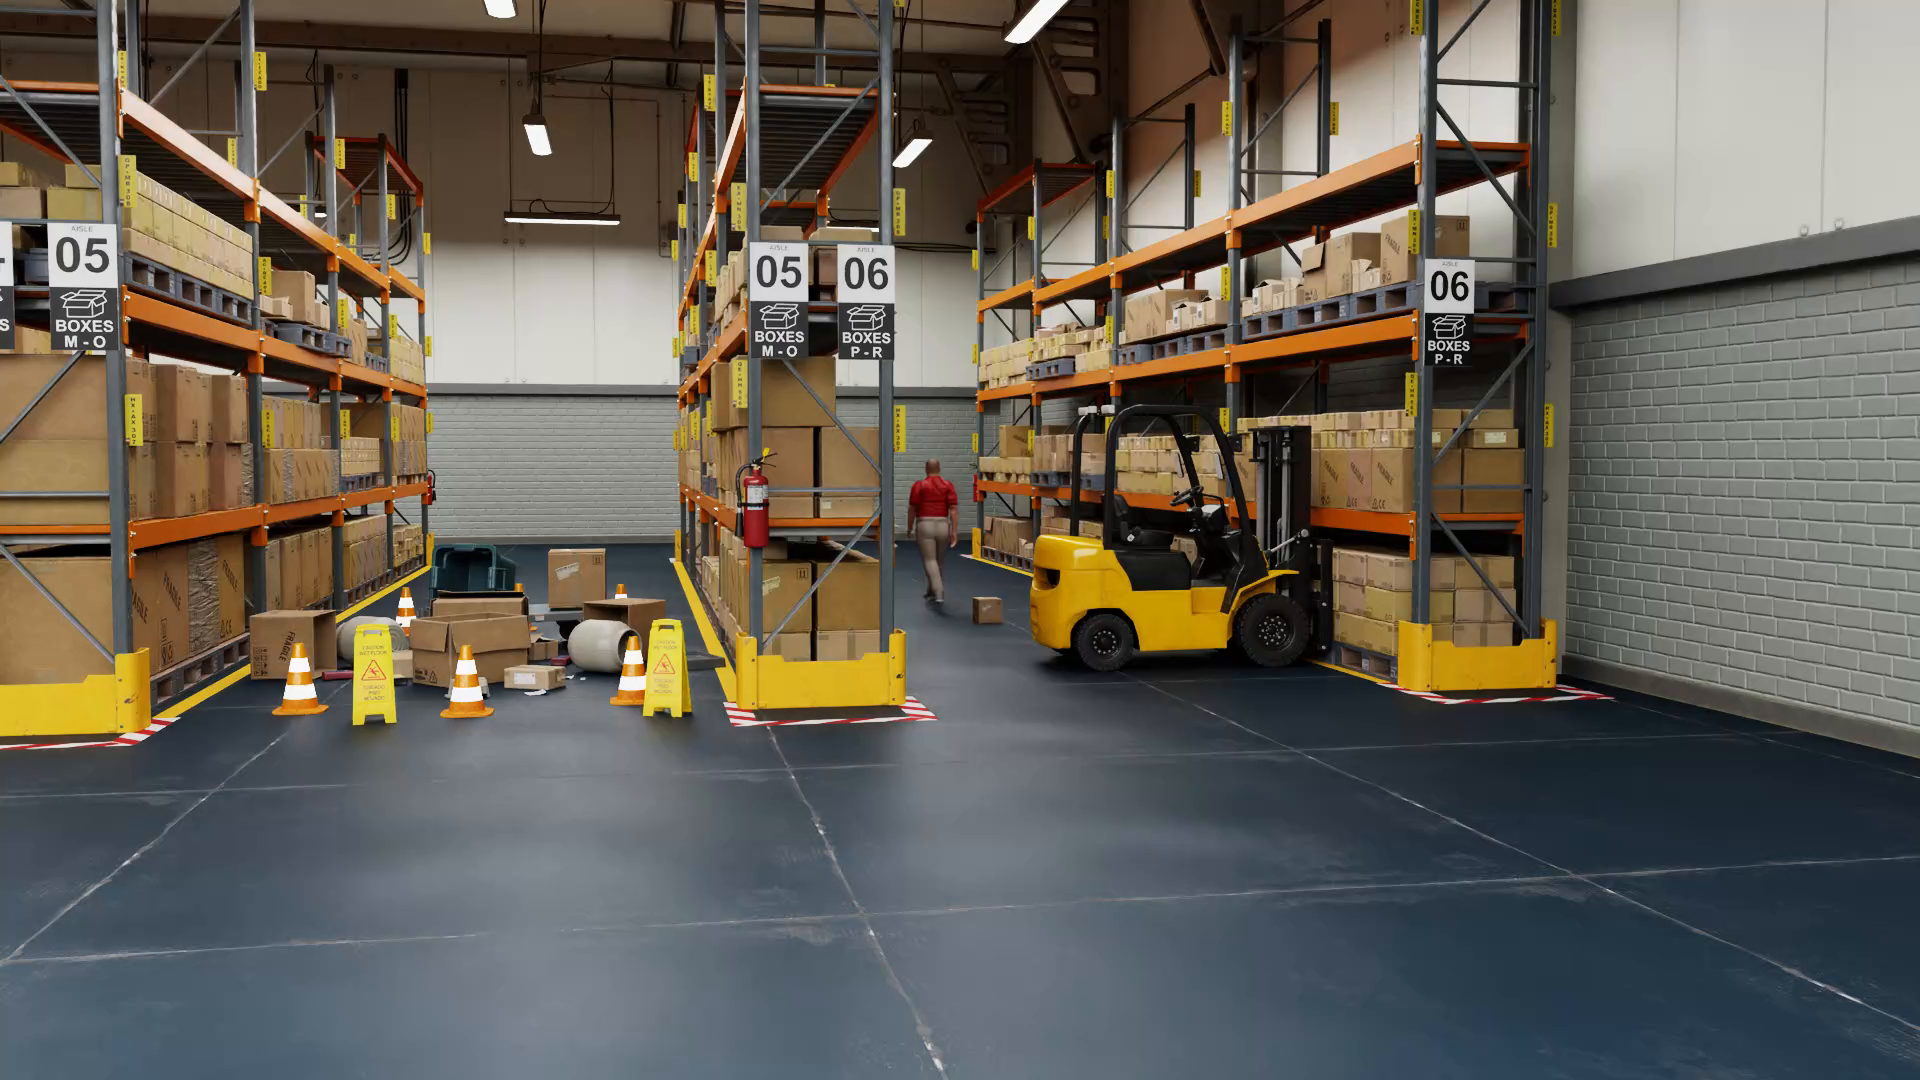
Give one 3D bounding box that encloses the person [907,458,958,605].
[{"bbox_3d":[-0.346,-0.110,19.111,0.548,1.661,1.045,-1,3,-20],"label":"person"}]
